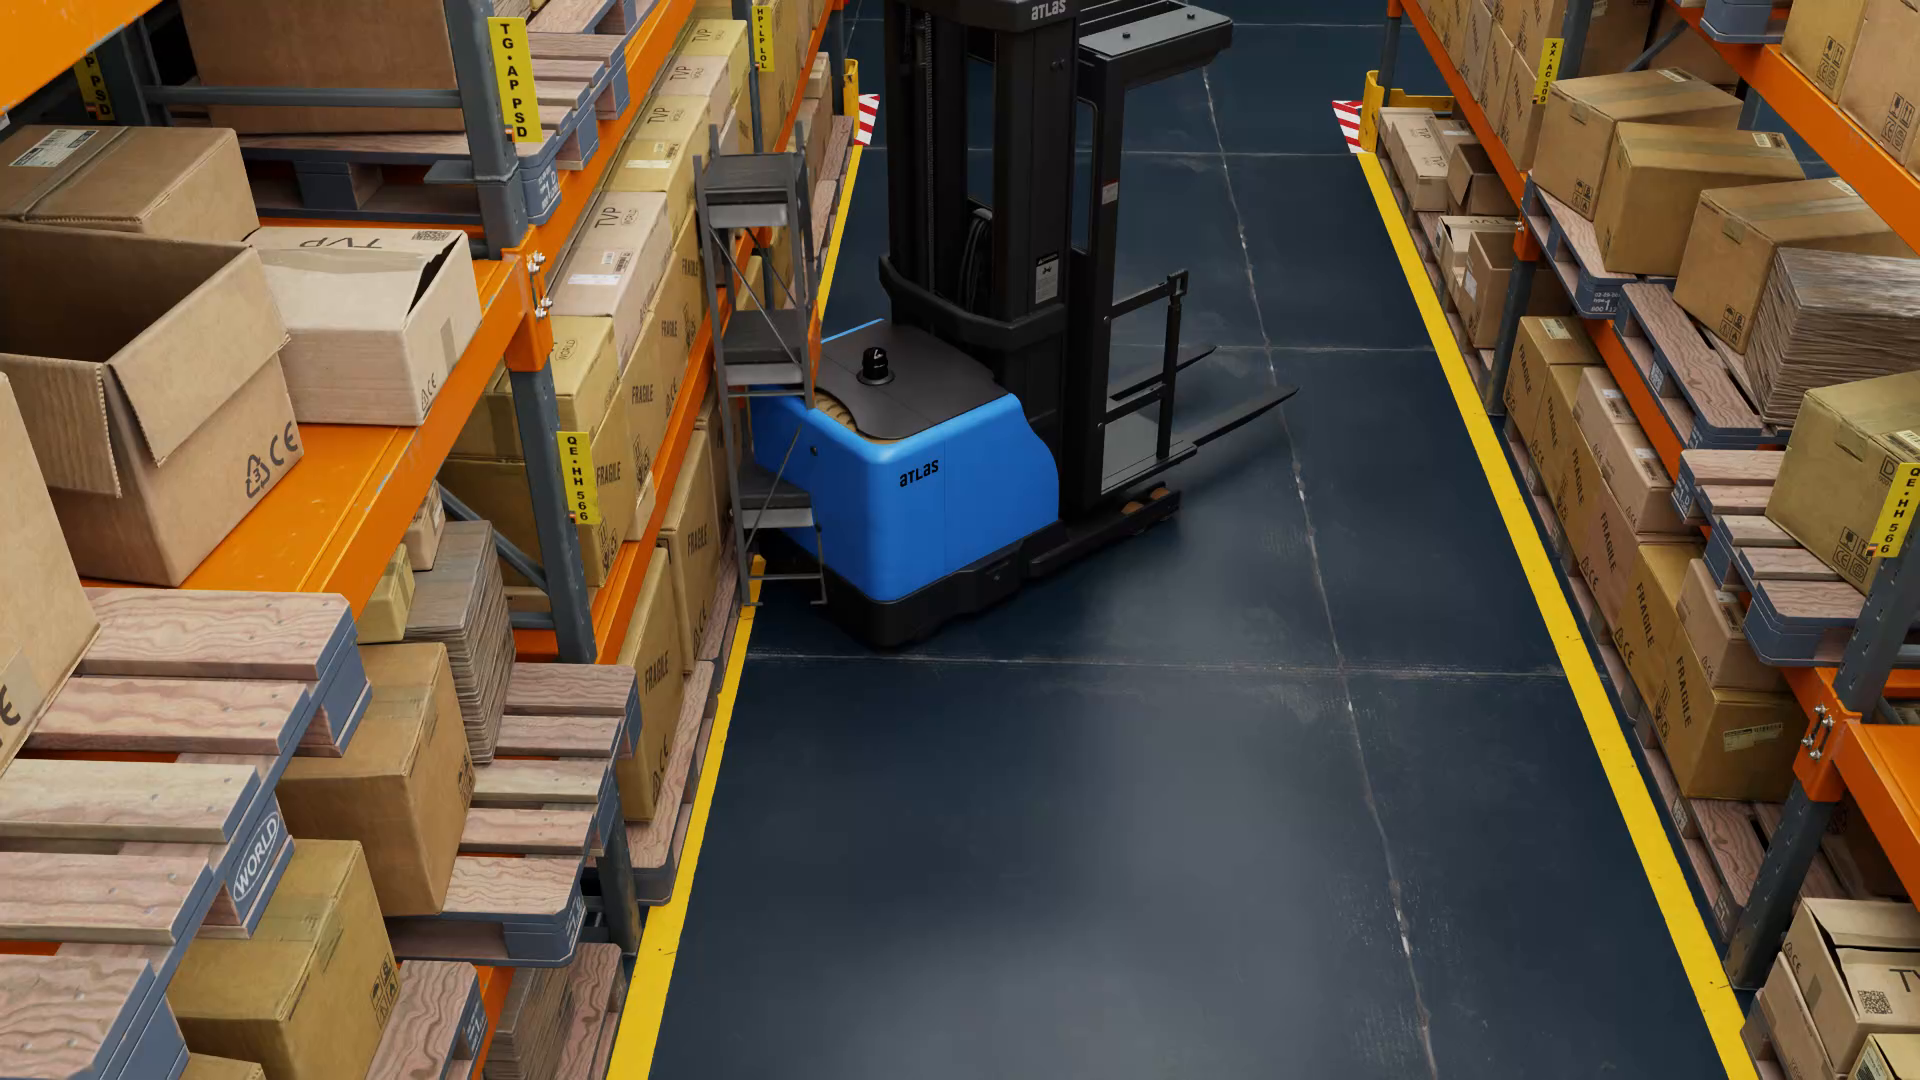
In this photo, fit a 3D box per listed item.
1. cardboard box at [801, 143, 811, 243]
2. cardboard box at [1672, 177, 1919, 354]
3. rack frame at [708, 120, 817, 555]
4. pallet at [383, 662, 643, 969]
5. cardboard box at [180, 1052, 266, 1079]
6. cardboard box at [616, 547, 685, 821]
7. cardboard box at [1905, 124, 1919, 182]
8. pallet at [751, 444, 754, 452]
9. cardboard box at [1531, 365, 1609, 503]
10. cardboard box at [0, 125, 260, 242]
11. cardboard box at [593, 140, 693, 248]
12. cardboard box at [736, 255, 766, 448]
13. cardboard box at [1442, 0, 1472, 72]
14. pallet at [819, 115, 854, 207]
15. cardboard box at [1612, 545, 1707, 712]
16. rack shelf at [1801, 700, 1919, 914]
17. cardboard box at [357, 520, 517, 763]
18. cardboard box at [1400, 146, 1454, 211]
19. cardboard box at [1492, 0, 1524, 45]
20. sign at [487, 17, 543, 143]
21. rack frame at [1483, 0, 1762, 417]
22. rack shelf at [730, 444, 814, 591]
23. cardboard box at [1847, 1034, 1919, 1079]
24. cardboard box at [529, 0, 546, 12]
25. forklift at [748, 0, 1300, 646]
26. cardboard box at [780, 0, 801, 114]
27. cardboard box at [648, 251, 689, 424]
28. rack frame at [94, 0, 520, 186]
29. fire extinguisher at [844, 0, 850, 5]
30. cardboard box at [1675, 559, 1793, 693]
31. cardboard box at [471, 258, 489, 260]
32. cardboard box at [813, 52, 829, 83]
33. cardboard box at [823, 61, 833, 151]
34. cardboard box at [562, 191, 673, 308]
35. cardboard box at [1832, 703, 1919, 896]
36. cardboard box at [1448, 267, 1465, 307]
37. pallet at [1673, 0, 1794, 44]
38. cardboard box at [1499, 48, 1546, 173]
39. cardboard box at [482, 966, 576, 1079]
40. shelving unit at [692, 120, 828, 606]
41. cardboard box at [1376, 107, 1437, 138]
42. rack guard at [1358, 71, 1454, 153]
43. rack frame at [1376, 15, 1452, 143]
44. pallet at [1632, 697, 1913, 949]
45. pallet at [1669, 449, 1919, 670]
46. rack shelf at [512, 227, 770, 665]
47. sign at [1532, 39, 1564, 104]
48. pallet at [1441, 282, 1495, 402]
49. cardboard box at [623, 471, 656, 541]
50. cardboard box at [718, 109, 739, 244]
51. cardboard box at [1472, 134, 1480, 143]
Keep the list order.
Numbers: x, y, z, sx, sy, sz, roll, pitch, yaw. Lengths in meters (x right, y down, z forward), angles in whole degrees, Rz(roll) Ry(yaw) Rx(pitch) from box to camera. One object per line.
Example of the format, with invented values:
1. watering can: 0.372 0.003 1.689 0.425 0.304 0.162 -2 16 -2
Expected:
1. cardboard box: -1.342 -2.206 10.589 0.700 0.500 0.500 2 35 3
2. cardboard box: 3.420 -1.130 6.797 0.700 0.500 0.500 -7 36 -10
3. rack frame: -0.835 -0.859 7.593 0.400 2.100 0.015 -2 28 1
4. pallet: -1.604 0.742 4.752 1.213 0.211 1.003 1 35 2
5. cardboard box: -1.763 1.338 3.268 0.700 0.500 0.500 6 36 8
6. cardboard box: -1.521 0.540 6.377 0.750 0.750 0.750 1 35 1
7. cardboard box: 3.252 -1.155 4.589 0.910 0.500 0.500 1 35 2
8. pallet: -1.476 -0.460 8.721 1.003 0.211 1.213 1 35 2
9. cardboard box: 3.156 -0.512 8.161 0.500 0.500 0.500 2 35 3
10. cardboard box: -1.940 -0.616 3.805 0.500 0.500 0.500 1 35 2
11. cardboard box: -1.354 -1.370 6.576 0.500 0.250 0.500 1 35 1
12. cardboard box: -1.417 -0.962 8.514 0.750 0.750 0.750 2 35 2
13. cardboard box: 3.248 -3.152 10.039 0.500 0.500 0.500 2 35 3
14. pallet: -1.314 -2.742 11.968 1.003 0.211 1.213 1 35 2
15. cardboard box: 3.093 0.367 6.911 0.500 0.500 0.500 0 35 0
16. rack shelf: 3.188 1.808 3.695 1.077 0.370 4.000 1 35 2
17. cardboard box: -1.690 0.301 4.743 0.700 0.500 0.500 -3 35 -4
18. cardboard box: 3.244 -2.407 11.074 0.500 0.250 0.500 1 35 2
19. cardboard box: 3.209 -2.975 8.917 0.500 0.500 0.500 1 35 1
20. sign: -1.139 -1.173 4.252 0.100 0.325 0.005 1 35 2
21. rack frame: 3.429 -1.934 8.393 1.000 3.000 0.127 1 35 2
22. rack shelf: -0.809 -0.116 7.718 0.431 0.518 0.480 -2 28 1
23. cardboard box: 2.941 1.684 4.783 0.500 0.311 0.500 1 35 1
24. cardboard box: -1.715 -2.099 5.550 0.700 0.500 0.500 3 35 4
25. forklift: 0.478 -1.432 7.738 3.031 2.935 1.130 -26 43 -32
26. cardboard box: -1.448 -2.899 9.506 0.980 0.700 0.700 0 35 1
27. cardboard box: -1.355 -0.778 6.385 0.500 0.500 0.500 1 35 2
28. rack frame: -1.681 -2.202 3.558 1.000 3.000 0.127 1 35 2
29. fire extinguisher: -0.893 -4.236 12.060 0.296 0.674 0.183 1 35 2
30. cardboard box: 3.070 0.325 6.318 0.500 0.250 0.500 3 35 4
31. cardboard box: -1.898 -0.790 5.750 0.500 0.250 0.500 0 35 0
32. cardboard box: -1.111 -3.276 11.548 0.380 0.149 0.250 1 35 1
33. cardboard box: -1.288 -3.089 11.845 0.700 0.500 0.500 1 35 2
34. cardboard box: -1.369 -1.077 6.158 0.500 0.250 0.500 2 35 2
35. cardboard box: 3.572 0.952 6.078 0.500 0.500 0.500 3 35 4
36. cardboard box: 3.124 -1.498 9.870 0.380 0.149 0.250 1 35 2
37. pallet: 3.294 -2.115 6.206 1.213 0.211 1.003 1 35 2
38. cardboard box: 3.193 -2.268 8.781 0.500 0.500 0.500 2 35 3
39. cardboard box: -1.658 1.510 5.285 0.700 0.500 0.500 2 35 3
40. shelving unit: -0.835 -0.743 7.379 0.431 2.100 0.503 -2 28 1
41. cardboard box: 3.230 -3.013 12.025 0.380 0.149 0.250 1 35 2
42. rack guard: 3.587 -3.166 12.320 1.175 0.500 0.348 1 35 2
43. rack frame: 3.590 -4.232 11.663 1.000 3.000 0.127 1 35 2
44. pallet: 3.336 1.077 6.534 1.003 0.211 1.213 1 35 2
45. pallet: 3.226 0.052 5.735 1.213 0.211 1.003 1 35 2
46. rack shelf: -1.601 -0.603 7.125 1.077 0.370 4.000 1 35 2
47. sign: 2.887 -2.296 8.156 0.100 0.325 0.005 1 35 2
48. pallet: 3.458 -1.187 9.756 1.003 0.211 1.213 1 35 2
49. cardboard box: -1.323 -0.132 6.031 0.380 0.149 0.250 2 35 3
50. cardboard box: -1.298 -1.653 7.630 0.500 0.500 0.500 2 35 2
51. cardboard box: 3.708 -2.704 11.570 0.380 0.166 0.250 1 35 2
